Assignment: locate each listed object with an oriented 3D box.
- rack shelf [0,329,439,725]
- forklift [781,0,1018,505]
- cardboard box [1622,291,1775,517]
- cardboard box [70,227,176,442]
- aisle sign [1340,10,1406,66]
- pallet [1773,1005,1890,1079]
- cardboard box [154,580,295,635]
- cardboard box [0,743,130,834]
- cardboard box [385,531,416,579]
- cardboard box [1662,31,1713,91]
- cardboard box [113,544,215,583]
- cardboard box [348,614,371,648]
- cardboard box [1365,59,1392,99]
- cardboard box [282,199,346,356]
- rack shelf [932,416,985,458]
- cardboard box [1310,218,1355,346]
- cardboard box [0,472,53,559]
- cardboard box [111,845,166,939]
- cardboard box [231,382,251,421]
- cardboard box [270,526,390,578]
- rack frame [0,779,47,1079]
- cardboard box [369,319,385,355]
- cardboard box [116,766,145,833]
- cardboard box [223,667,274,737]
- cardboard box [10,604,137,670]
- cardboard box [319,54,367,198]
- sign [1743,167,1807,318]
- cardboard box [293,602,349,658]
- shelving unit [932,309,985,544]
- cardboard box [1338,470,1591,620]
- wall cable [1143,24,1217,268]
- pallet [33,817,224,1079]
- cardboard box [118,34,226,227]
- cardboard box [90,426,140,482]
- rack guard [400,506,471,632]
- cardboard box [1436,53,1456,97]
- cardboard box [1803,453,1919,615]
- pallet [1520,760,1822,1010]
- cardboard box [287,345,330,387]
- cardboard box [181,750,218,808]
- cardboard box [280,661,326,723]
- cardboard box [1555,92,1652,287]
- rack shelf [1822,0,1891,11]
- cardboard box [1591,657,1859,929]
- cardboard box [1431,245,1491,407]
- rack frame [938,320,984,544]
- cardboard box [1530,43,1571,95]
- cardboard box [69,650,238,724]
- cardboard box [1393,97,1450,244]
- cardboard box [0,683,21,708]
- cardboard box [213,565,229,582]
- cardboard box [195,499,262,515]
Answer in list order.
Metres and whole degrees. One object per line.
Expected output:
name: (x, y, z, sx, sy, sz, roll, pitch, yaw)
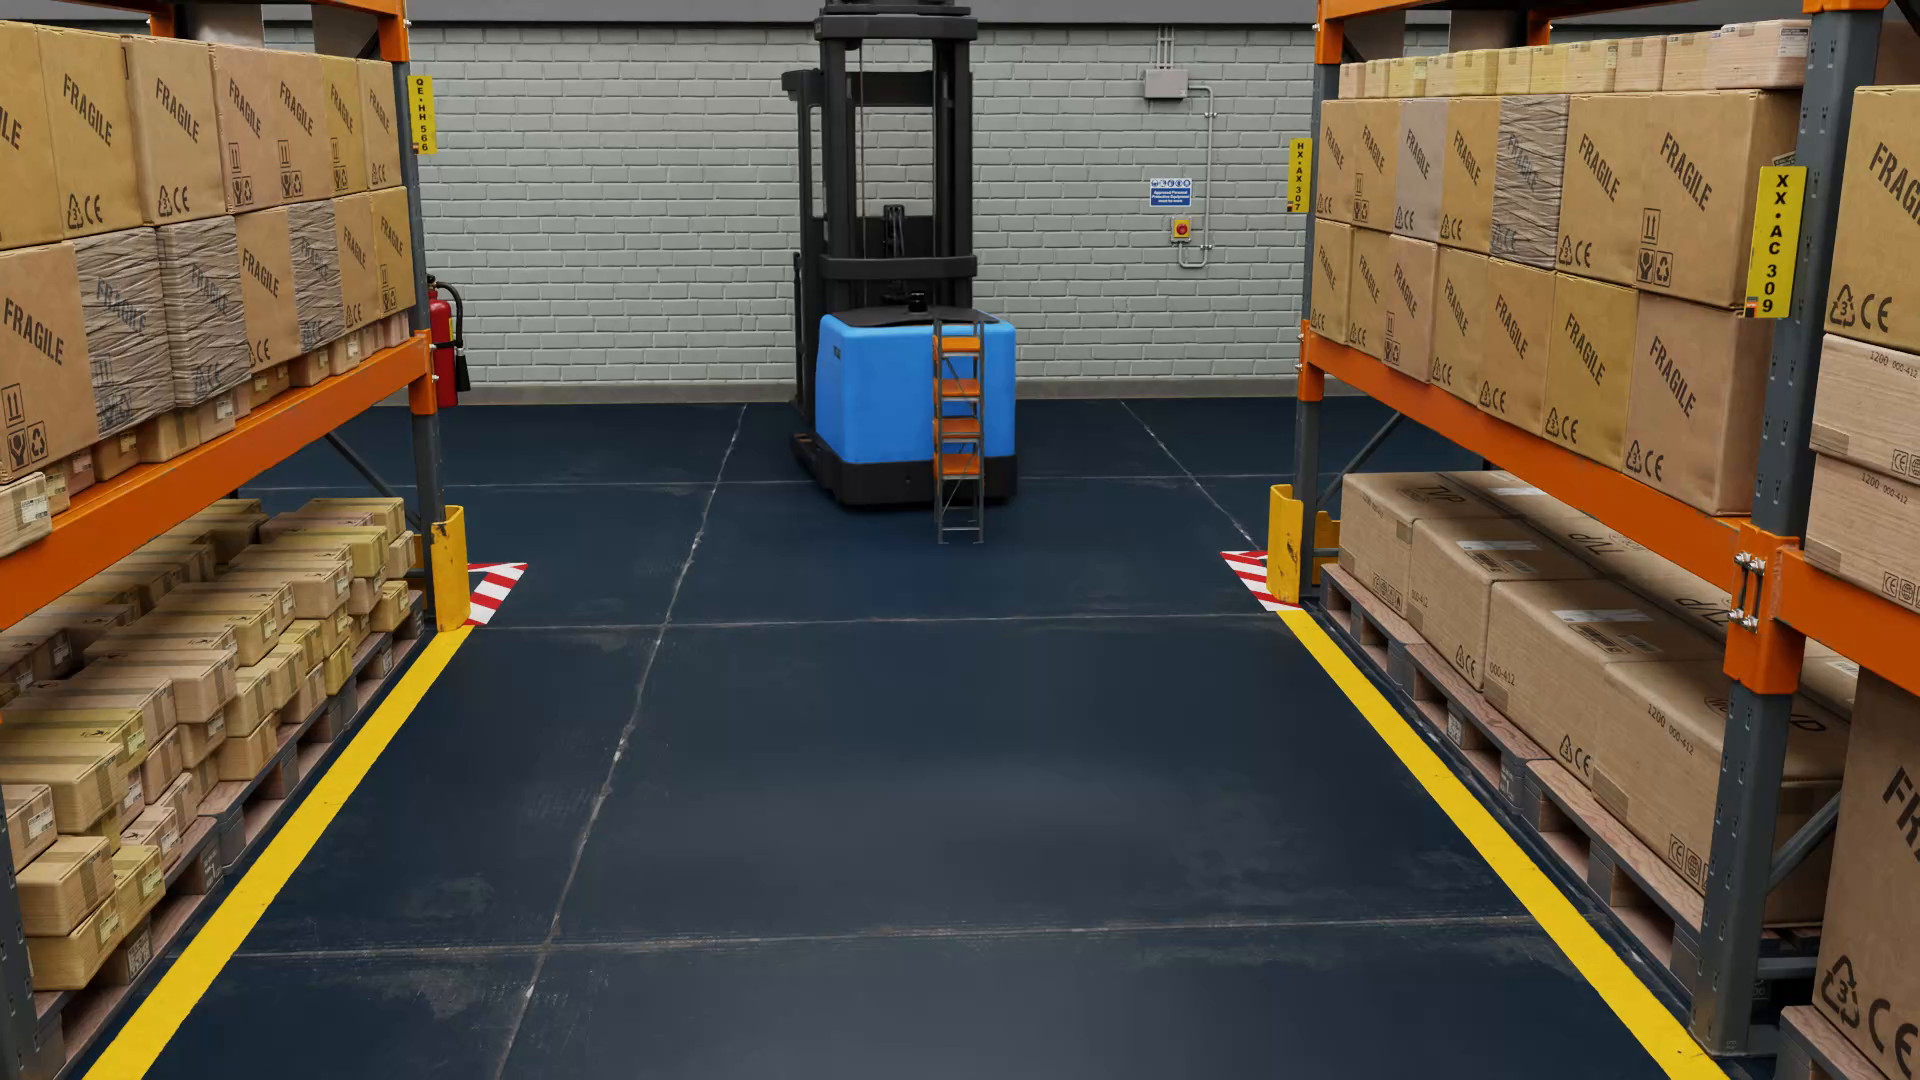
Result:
rack shelf: (-2.723, -0.249, 5.417, 1.077, 0.370, 4.000, -1, 14, -3)
forklift: (-0.520, -1.943, 10.694, 1.130, 2.935, 3.031, -4, 15, -14)
cardboard box: (2.052, -0.361, 4.209, 0.500, 0.500, 0.500, -1, 14, -3)
cardboard box: (-2.416, -0.542, 4.316, 0.500, 0.500, 0.500, -1, 14, -3)
aisle sign: (1.794, -2.468, 7.384, 0.394, 0.787, 0.004, -1, 14, -3)
pallet: (2.458, 1.340, 3.395, 1.003, 0.211, 1.213, -1, 14, -3)
cardboard box: (-2.529, 0.247, 5.732, 0.380, 0.149, 0.250, -1, 14, -5)
cardboard box: (-2.371, 0.631, 4.238, 0.380, 0.149, 0.250, 0, 14, -1)
cardboard box: (-2.529, 0.066, 7.033, 0.380, 0.149, 0.250, -1, 14, -5)
cardboard box: (2.085, -1.249, 4.353, 0.380, 0.149, 0.250, -1, 14, -3)
cardboard box: (-3.030, 0.122, 6.217, 0.380, 0.149, 0.250, -2, 15, -6)
cardboard box: (-2.558, 0.340, 6.564, 0.380, 0.149, 0.250, -1, 14, -4)
cardboard box: (1.822, -1.820, 6.570, 0.380, 0.149, 0.250, 0, 14, -2)
cardboard box: (-2.494, -0.925, 5.805, 0.500, 0.500, 0.500, -1, 14, -3)
rack shelf: (-0.010, -0.557, 9.054, 0.258, 0.148, 0.480, -1, 14, -3)
cardboard box: (1.831, -1.121, 7.162, 0.500, 0.500, 0.500, -1, 14, -4)
cardboard box: (-2.290, -0.054, 3.719, 0.380, 0.149, 0.250, 0, 14, -1)
cardboard box: (-2.317, 0.916, 4.326, 0.380, 0.149, 0.250, 0, 14, -2)
cardboard box: (-2.483, -0.446, 5.245, 0.380, 0.149, 0.250, 0, 14, -1)
cardboard box: (-2.460, 0.048, 6.504, 0.380, 0.149, 0.250, -1, 14, -5)
rack frame: (-2.602, -0.100, 3.394, 0.949, 2.616, 0.053, -1, 14, -3)
cardboard box: (-2.566, -0.834, 6.751, 0.380, 0.149, 0.250, -1, 14, -4)
cardboard box: (-2.458, 0.717, 4.502, 0.380, 0.149, 0.250, -1, 14, -4)
cardboard box: (-2.418, 0.517, 5.278, 0.380, 0.149, 0.250, -1, 14, -4)
cardboard box: (-2.941, 0.318, 5.454, 0.380, 0.149, 0.250, -1, 14, -3)
cardboard box: (-2.539, -1.535, 6.169, 0.500, 0.500, 0.500, -1, 14, -5)
sign: (1.782, -0.650, 3.636, 0.100, 0.325, 0.005, -1, 14, -3)
cardboard box: (-2.450, 0.323, 6.031, 0.380, 0.149, 0.250, -1, 14, -3)
shelving unit: (-0.010, -0.622, 9.037, 0.258, 1.200, 0.503, -1, 14, -3)
cardboard box: (2.228, 0.004, 7.290, 0.875, 0.438, 0.875, -1, 14, -5)
wall cable: (1.715, -3.105, 12.974, 0.585, 1.953, 0.123, -1, 14, -3)
pallet: (-2.676, 1.084, 4.389, 1.003, 0.211, 1.213, -1, 14, -3)
cardboard box: (-2.431, -1.147, 4.660, 0.500, 0.500, 0.500, -1, 14, -3)
cardboard box: (-2.460, -0.250, 4.482, 0.380, 0.149, 0.250, -2, 15, -6)
rack guard: (-2.842, 0.135, 7.499, 1.175, 0.500, 0.348, -1, 14, -3)
cardboard box: (1.899, -1.627, 5.823, 0.380, 0.149, 0.250, -1, 14, -3)
cardboard box: (2.099, -0.015, 3.366, 0.500, 0.250, 0.500, -1, 14, -5)
pallet: (2.366, 0.959, 4.876, 1.003, 0.211, 1.213, -1, 14, -3)
cardboard box: (-2.510, -0.642, 6.008, 0.380, 0.149, 0.250, -2, 15, -6)
cardboard box: (-2.502, 0.726, 5.063, 0.380, 0.149, 0.250, -2, 15, -6)
cardboard box: (-2.455, 0.532, 5.818, 0.380, 0.149, 0.250, -1, 14, -2)
cardboard box: (2.007, -0.973, 4.582, 0.500, 0.500, 0.500, -1, 14, -4)
rack shelf: (2.459, -0.808, 1.572, 1.077, 0.370, 4.000, -1, 14, -3)
cardboard box: (2.404, 0.678, 4.669, 0.875, 0.438, 0.875, -1, 14, -4)
cardboard box: (1.951, -0.744, 5.698, 0.500, 0.500, 0.500, 0, 14, -2)
rack frame: (0.005, -0.562, 8.801, 0.240, 1.200, 0.015, -1, 14, -3)
cardboard box: (1.983, -1.439, 5.089, 0.380, 0.149, 0.250, -1, 14, -5)
cardboard box: (-2.409, 0.440, 4.981, 0.380, 0.149, 0.250, -1, 14, -2)
cardboard box: (1.912, -1.349, 6.041, 0.500, 0.500, 0.500, -1, 14, -4)
cardboard box: (-2.897, 0.514, 4.692, 0.380, 0.149, 0.250, 0, 14, -2)
cardboard box: (-3.006, 0.201, 6.505, 0.380, 0.149, 0.250, -1, 14, -3)
cardboard box: (-3.153, -0.070, 6.963, 0.380, 0.149, 0.250, -2, 15, -6)
